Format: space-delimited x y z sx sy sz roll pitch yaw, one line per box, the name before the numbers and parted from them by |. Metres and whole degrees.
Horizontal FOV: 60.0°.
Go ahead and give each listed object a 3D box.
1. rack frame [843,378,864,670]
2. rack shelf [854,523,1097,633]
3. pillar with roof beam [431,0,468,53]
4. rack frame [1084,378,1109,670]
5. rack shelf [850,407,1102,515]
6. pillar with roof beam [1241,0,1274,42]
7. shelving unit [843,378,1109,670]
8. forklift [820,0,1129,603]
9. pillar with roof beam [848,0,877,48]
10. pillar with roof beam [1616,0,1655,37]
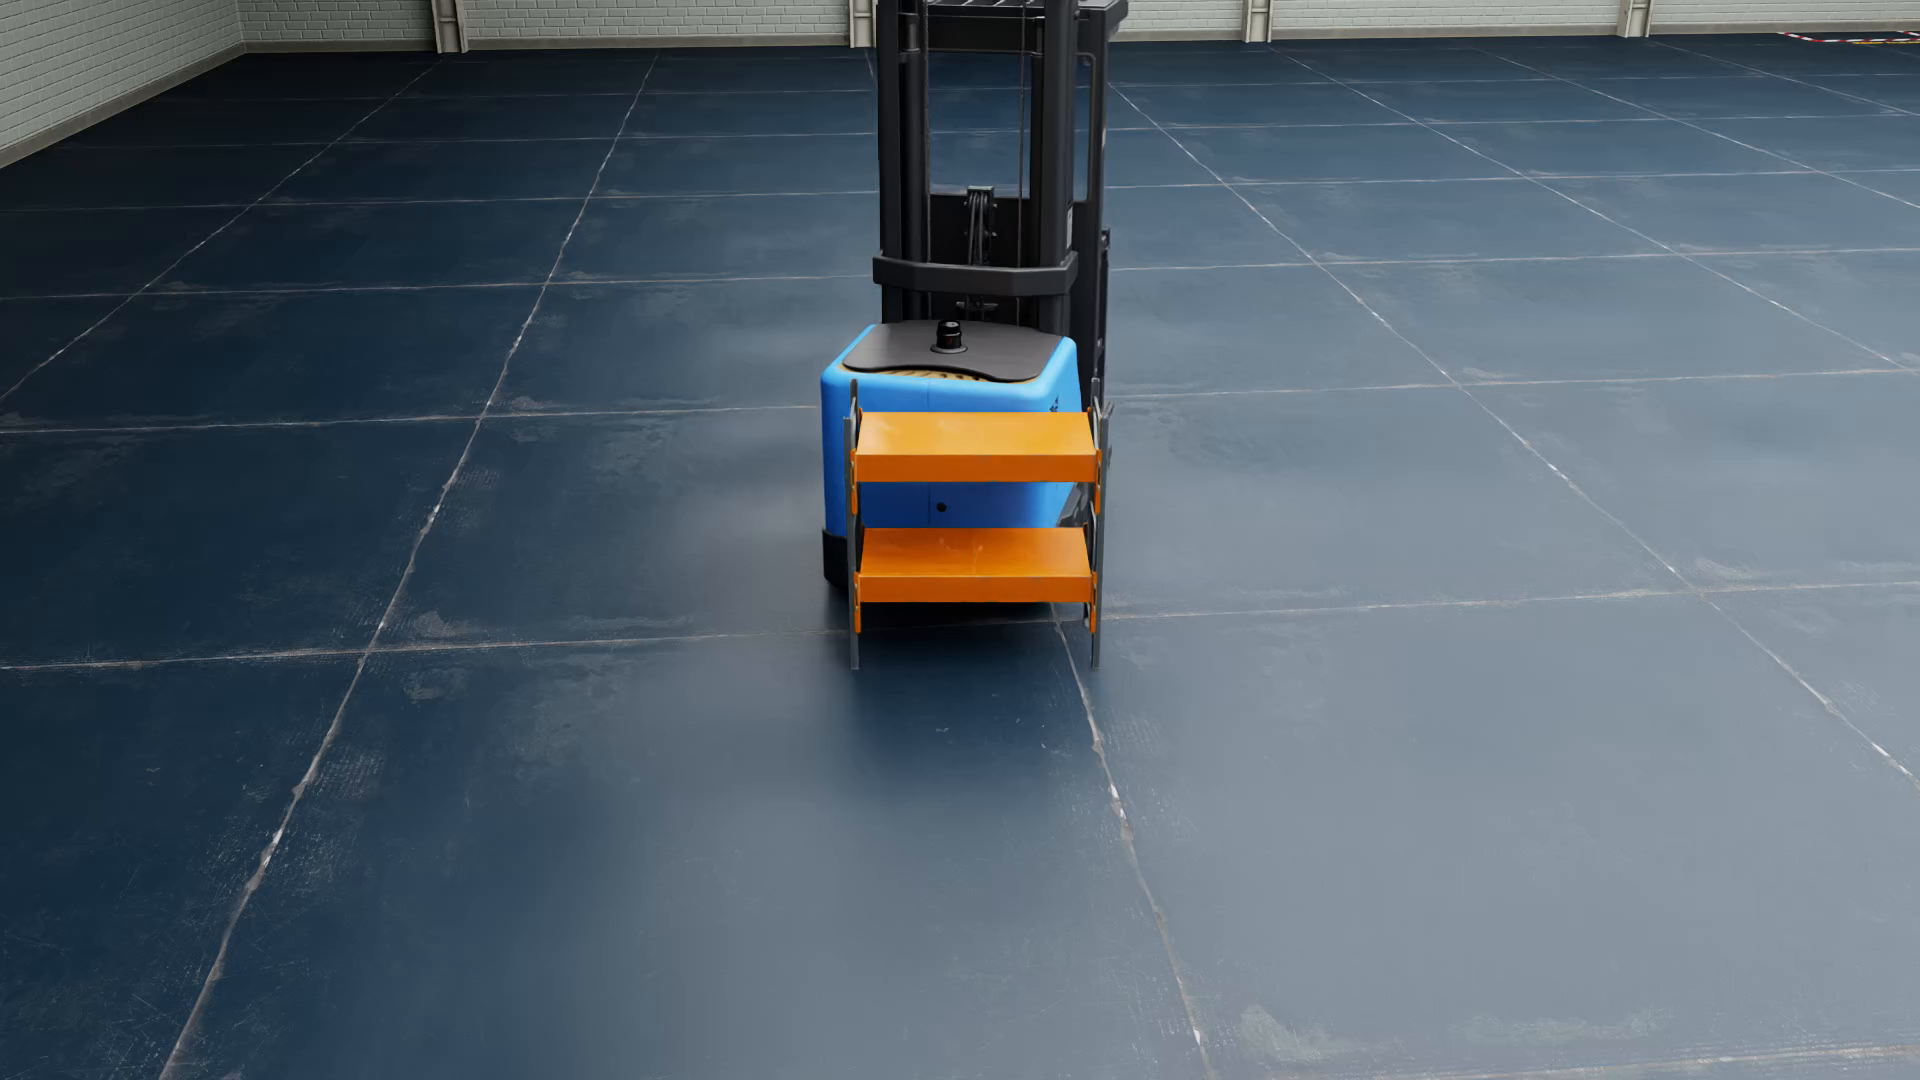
rack frame | -0.446 -0.066 7.013 0.032 1.125 0.500 0 24 0
rack shelf | 0.063 0.157 7.113 1.000 0.278 0.538 0 24 0
pillar with roof beam | -6.998 -9.526 18.603 0.400 9.000 9.100 -2 24 -5
rack frame | 0.571 -0.066 7.014 0.032 1.125 0.500 0 24 0
rack shelf | 0.063 -0.333 6.895 1.000 0.278 0.538 0 24 0
pillar with roof beam | 4.944 -10.005 19.681 0.400 9.000 9.100 -2 24 -5
shelving unit | 0.063 -0.066 7.014 1.048 1.125 0.538 0 24 0
forklift | 0.205 -1.629 8.307 1.130 2.935 3.031 5 25 12
pillar with roof beam | -1.027 -9.766 19.142 0.400 9.000 9.100 -2 24 -5
pillar with roof beam | 10.915 -10.245 20.219 0.400 9.000 9.100 -2 24 -5
